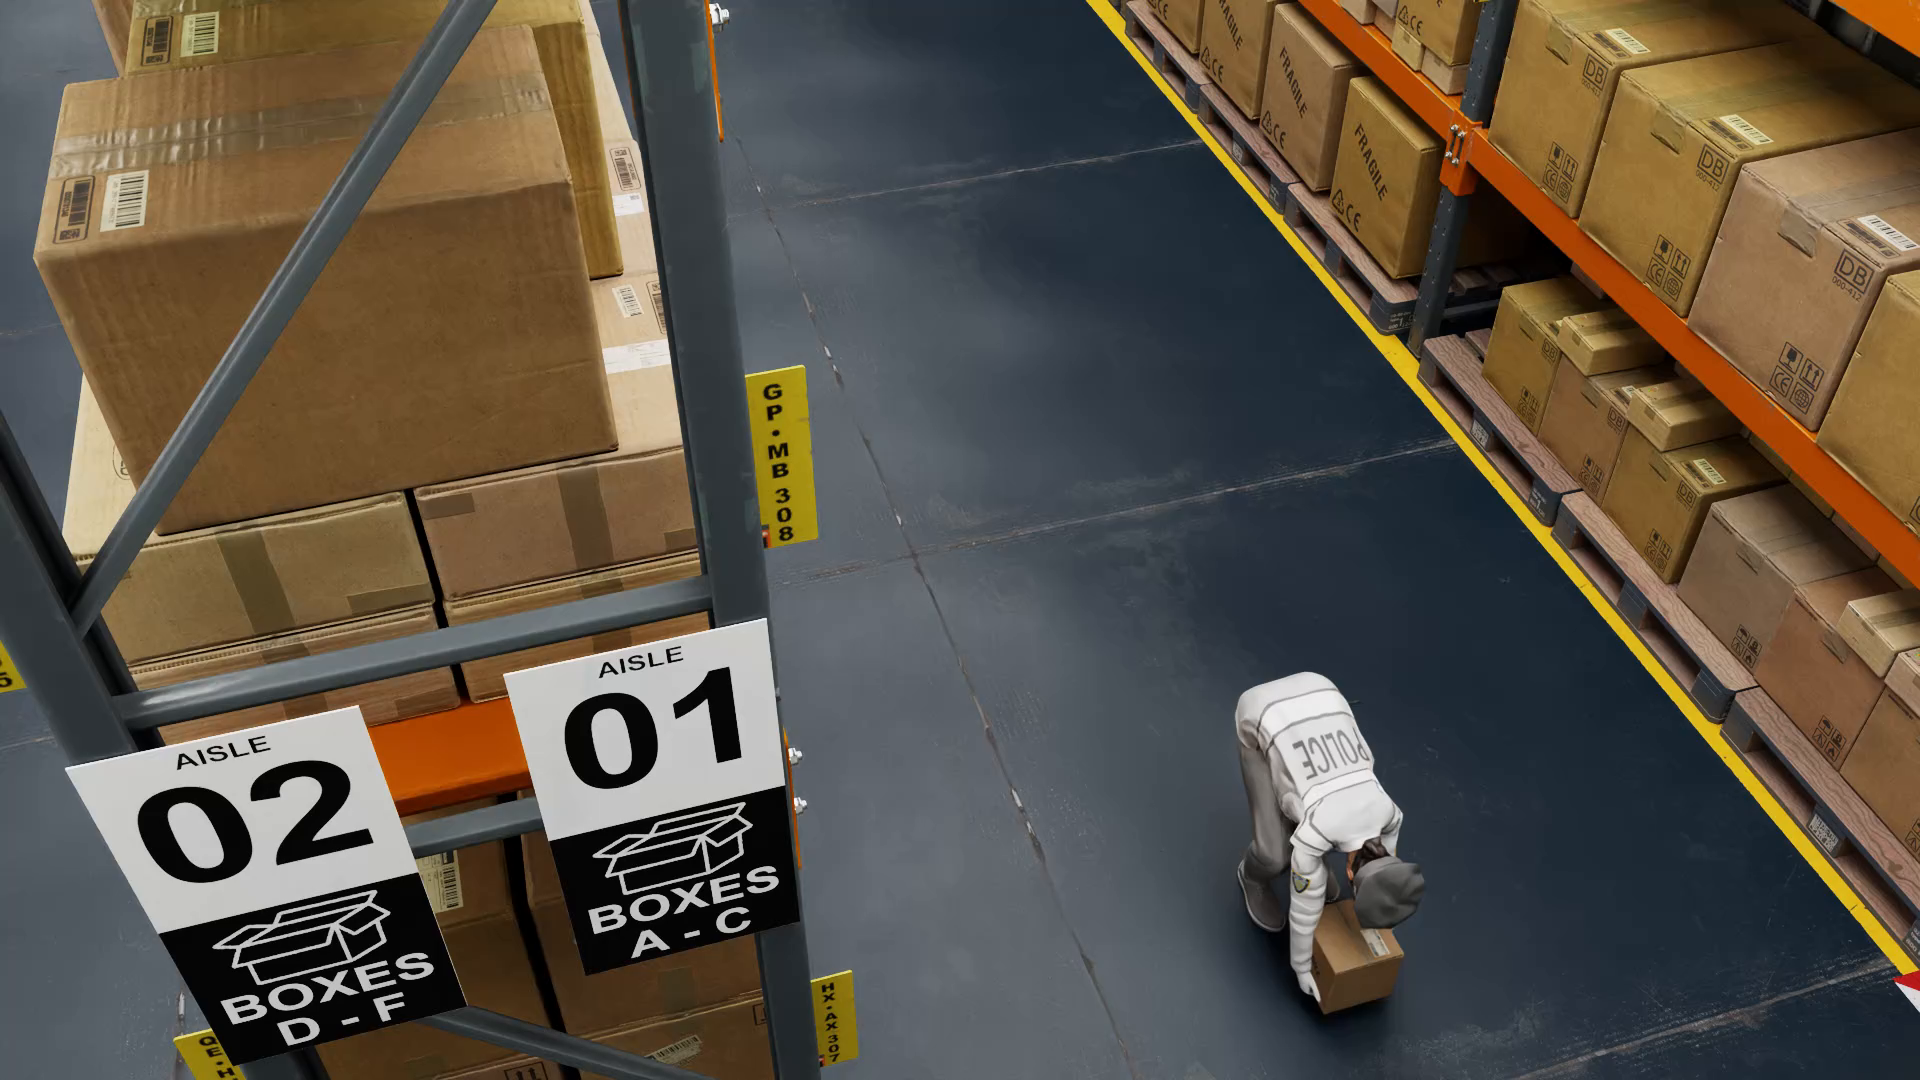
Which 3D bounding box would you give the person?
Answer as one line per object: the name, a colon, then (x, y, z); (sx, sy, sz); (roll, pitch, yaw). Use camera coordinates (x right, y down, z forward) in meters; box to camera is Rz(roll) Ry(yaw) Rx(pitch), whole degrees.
person: (1.221, 1.006, 5.604); (0.448, 0.933, 0.886); (-14, 44, -15)
